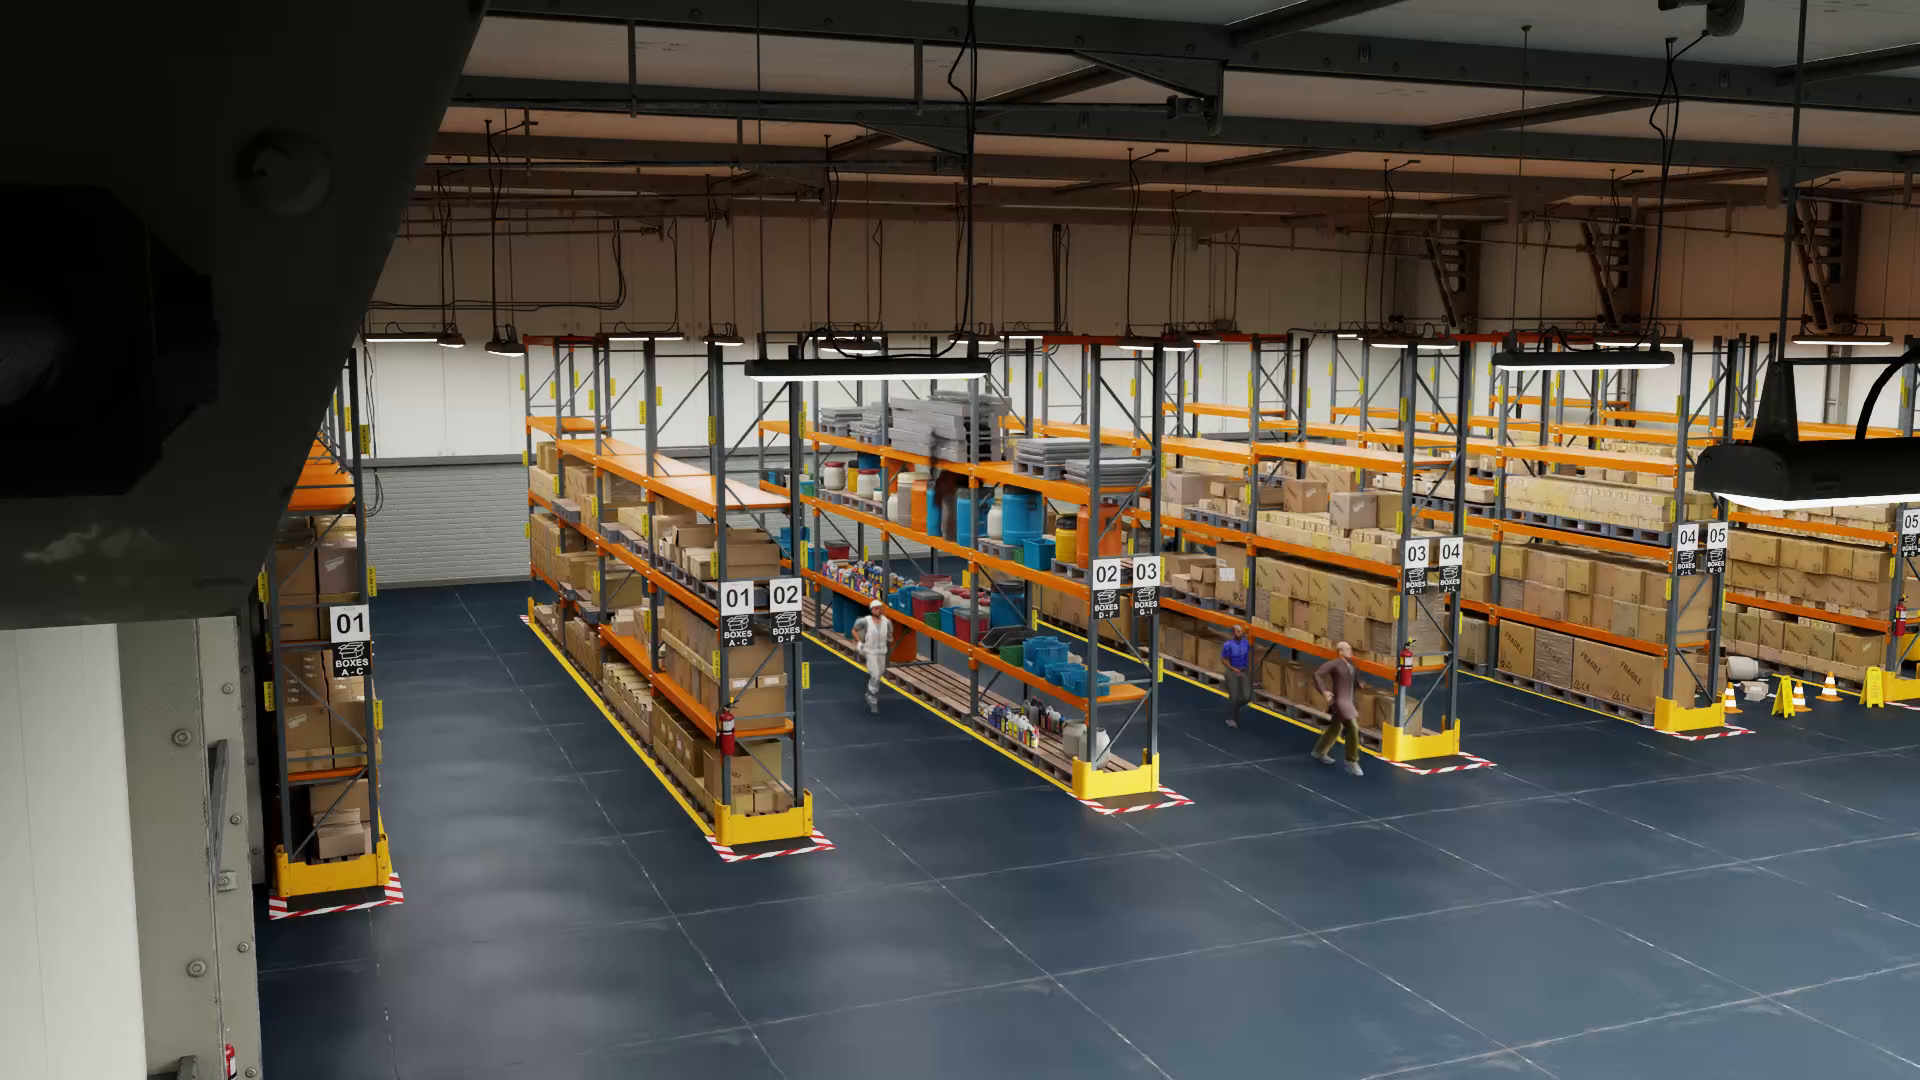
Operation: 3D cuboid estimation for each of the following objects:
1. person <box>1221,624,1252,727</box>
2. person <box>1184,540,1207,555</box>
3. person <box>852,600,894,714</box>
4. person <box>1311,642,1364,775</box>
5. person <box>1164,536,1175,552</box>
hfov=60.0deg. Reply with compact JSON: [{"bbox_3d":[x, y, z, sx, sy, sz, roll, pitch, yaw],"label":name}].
[{"bbox_3d":[4.334,2.098,25.841,0.608,1.600,0.570,-3,8,-21],"label":"person"},{"bbox_3d":[5.909,-0.208,42.550,0.968,1.745,0.710,-6,10,-38],"label":"person"},{"bbox_3d":[-1.364,1.877,26.936,0.631,1.843,0.779,-4,9,-29],"label":"person"},{"bbox_3d":[5.382,2.349,23.474,0.837,1.840,0.734,5,9,32],"label":"person"},{"bbox_3d":[5.403,0.035,41.638,0.679,1.585,0.538,1,8,8],"label":"person"}]
